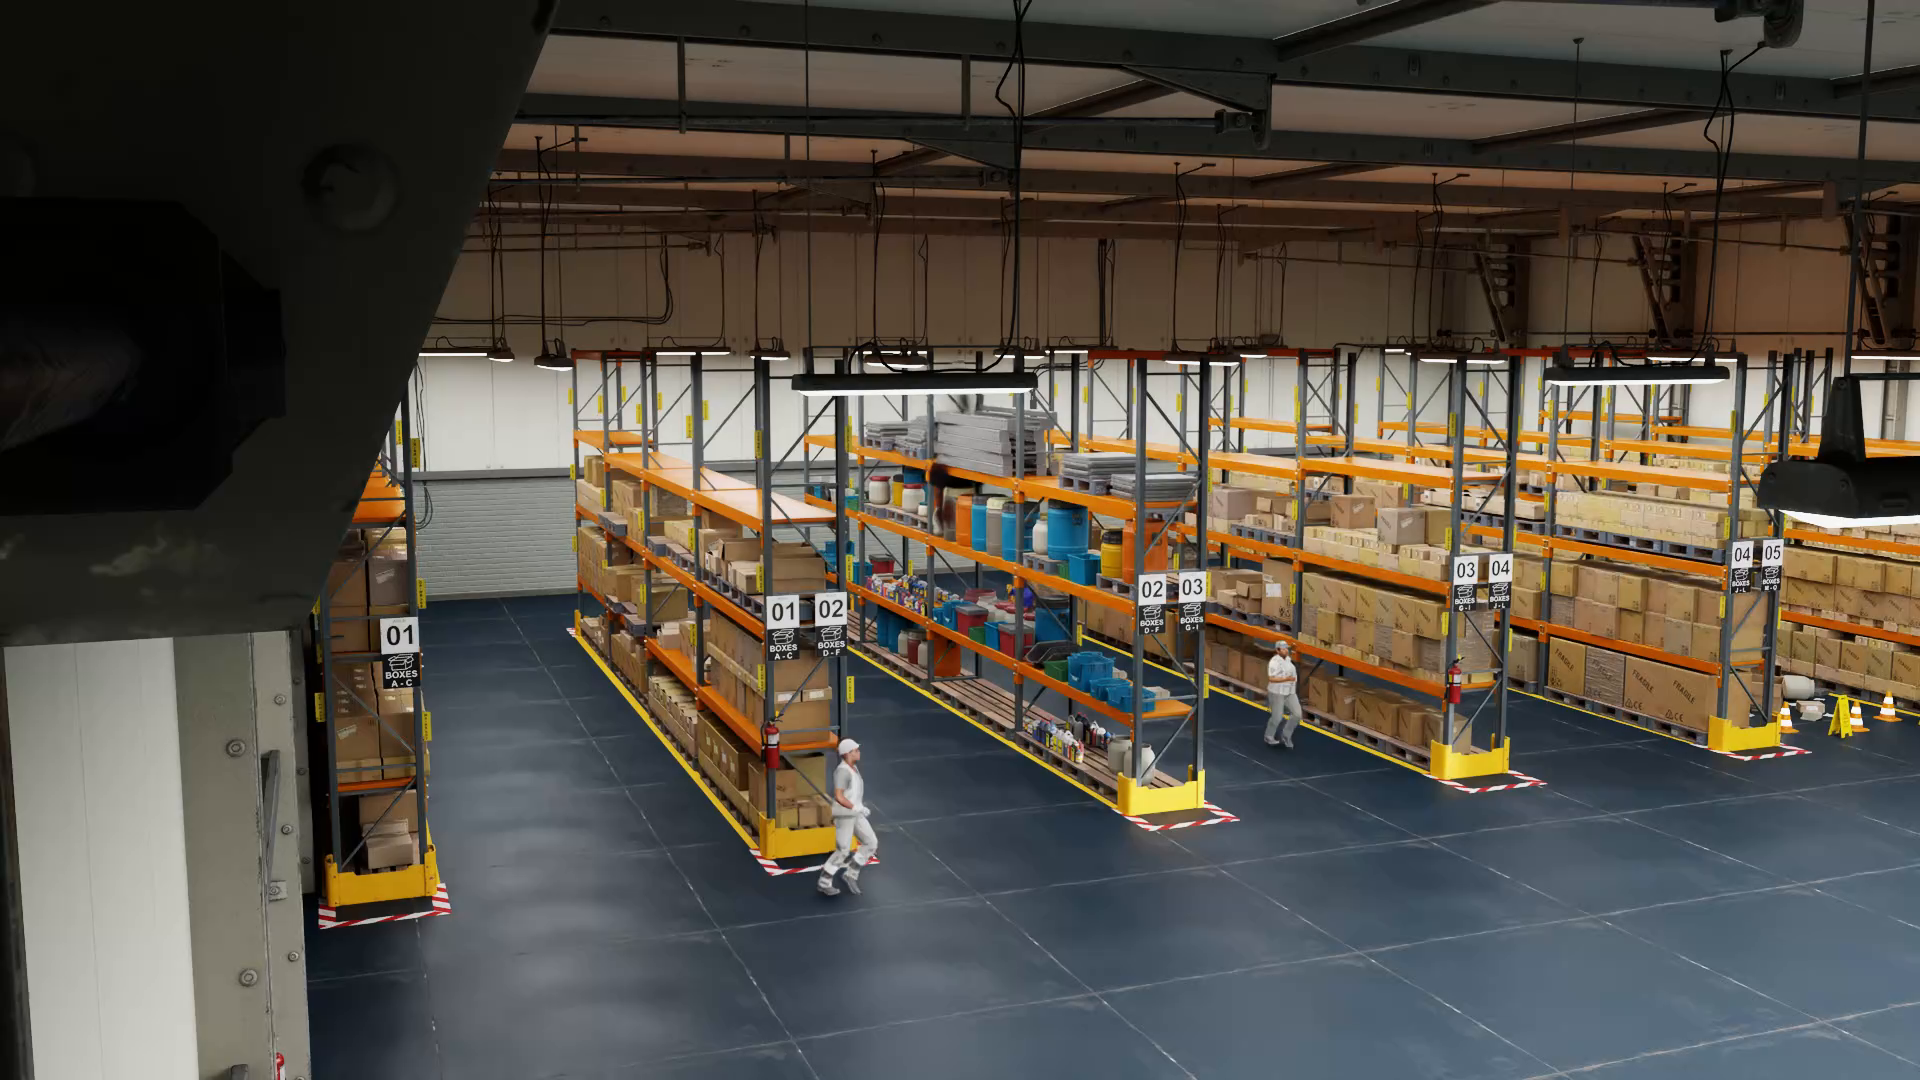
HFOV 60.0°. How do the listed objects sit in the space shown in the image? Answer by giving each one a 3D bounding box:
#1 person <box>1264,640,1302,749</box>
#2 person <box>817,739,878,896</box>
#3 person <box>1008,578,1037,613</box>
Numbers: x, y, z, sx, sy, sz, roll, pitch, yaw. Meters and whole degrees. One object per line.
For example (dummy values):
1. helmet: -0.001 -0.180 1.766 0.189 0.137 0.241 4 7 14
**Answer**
1. person: 4.941 2.371 25.381 0.586 1.695 0.661 -5 8 -33
2. person: -1.250 3.126 18.828 0.644 1.758 0.712 2 7 16
3. person: 1.264 1.418 32.101 0.552 1.601 0.653 -3 8 -25
